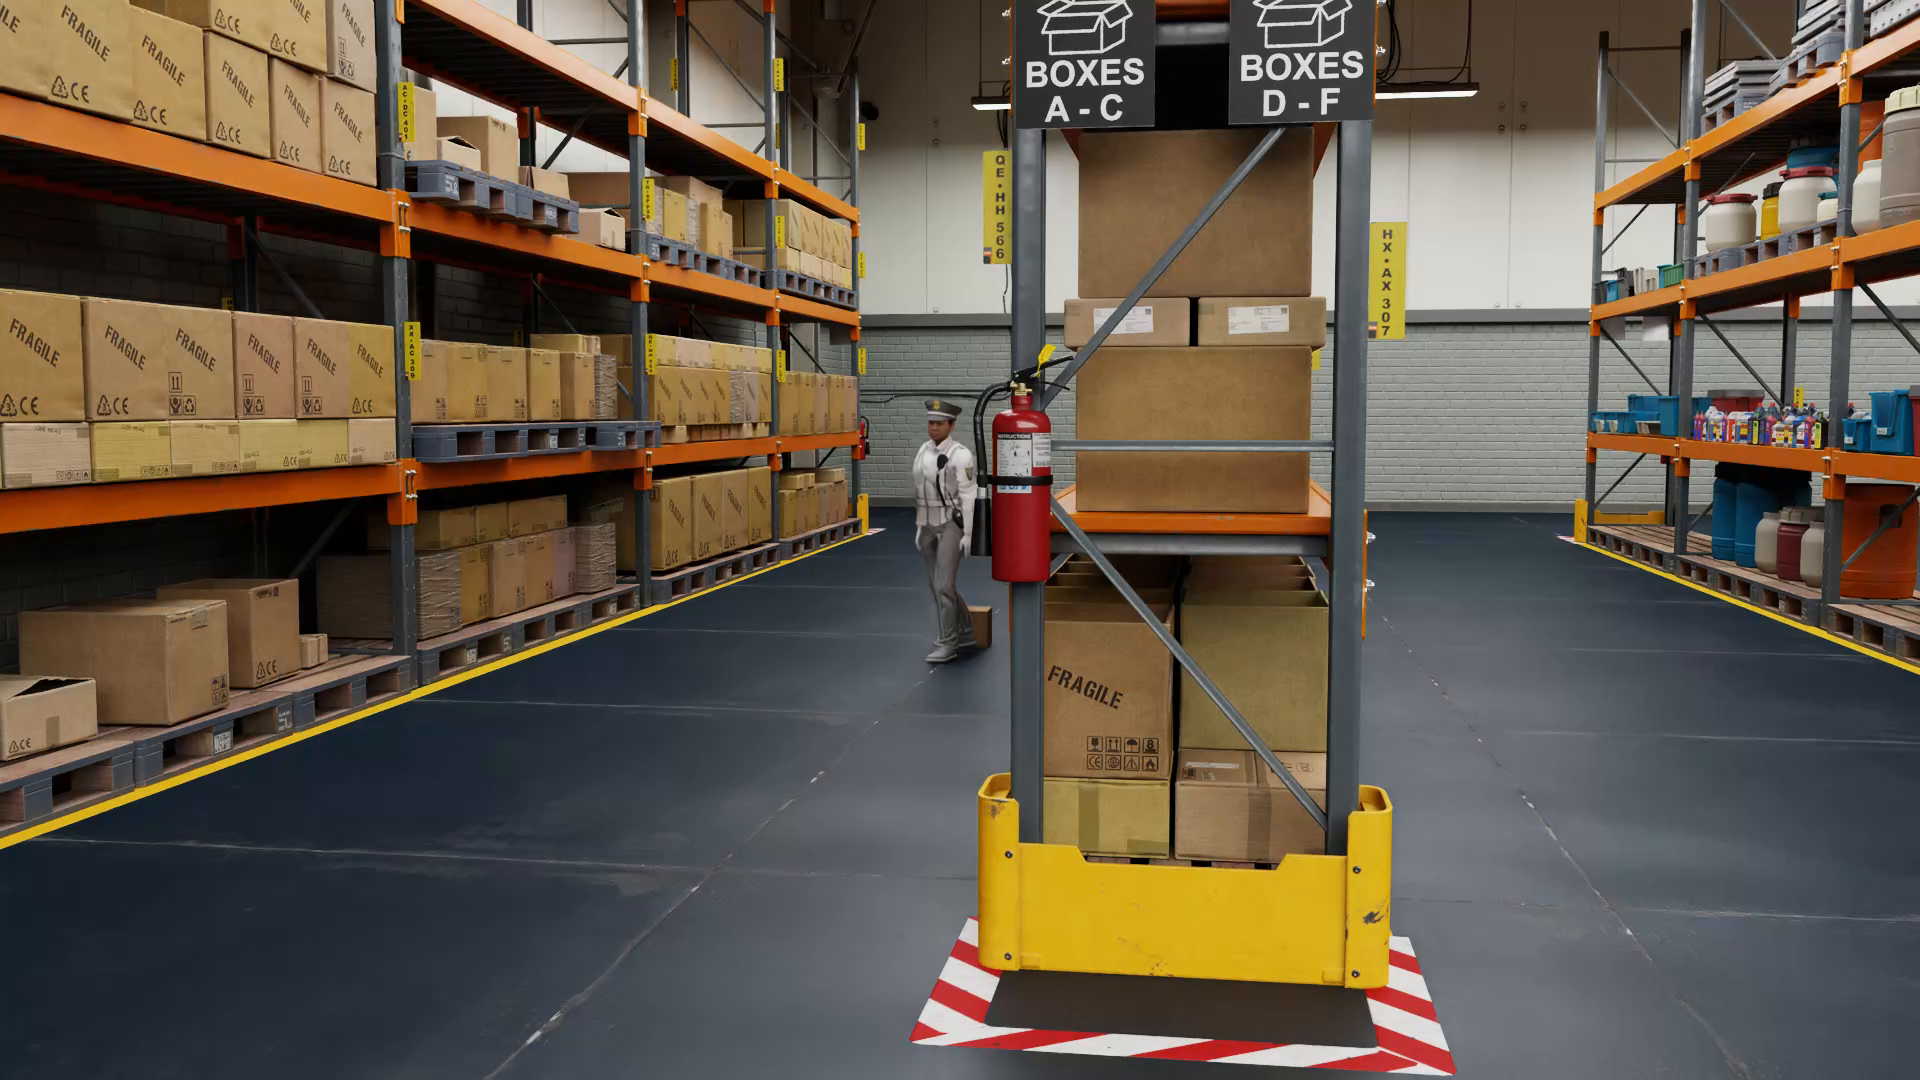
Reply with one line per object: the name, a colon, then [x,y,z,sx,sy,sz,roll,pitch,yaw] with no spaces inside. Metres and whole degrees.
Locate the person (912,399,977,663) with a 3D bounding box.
person: [-0.052,-0.066,10.661,0.542,1.664,0.524,-4,6,-41]
